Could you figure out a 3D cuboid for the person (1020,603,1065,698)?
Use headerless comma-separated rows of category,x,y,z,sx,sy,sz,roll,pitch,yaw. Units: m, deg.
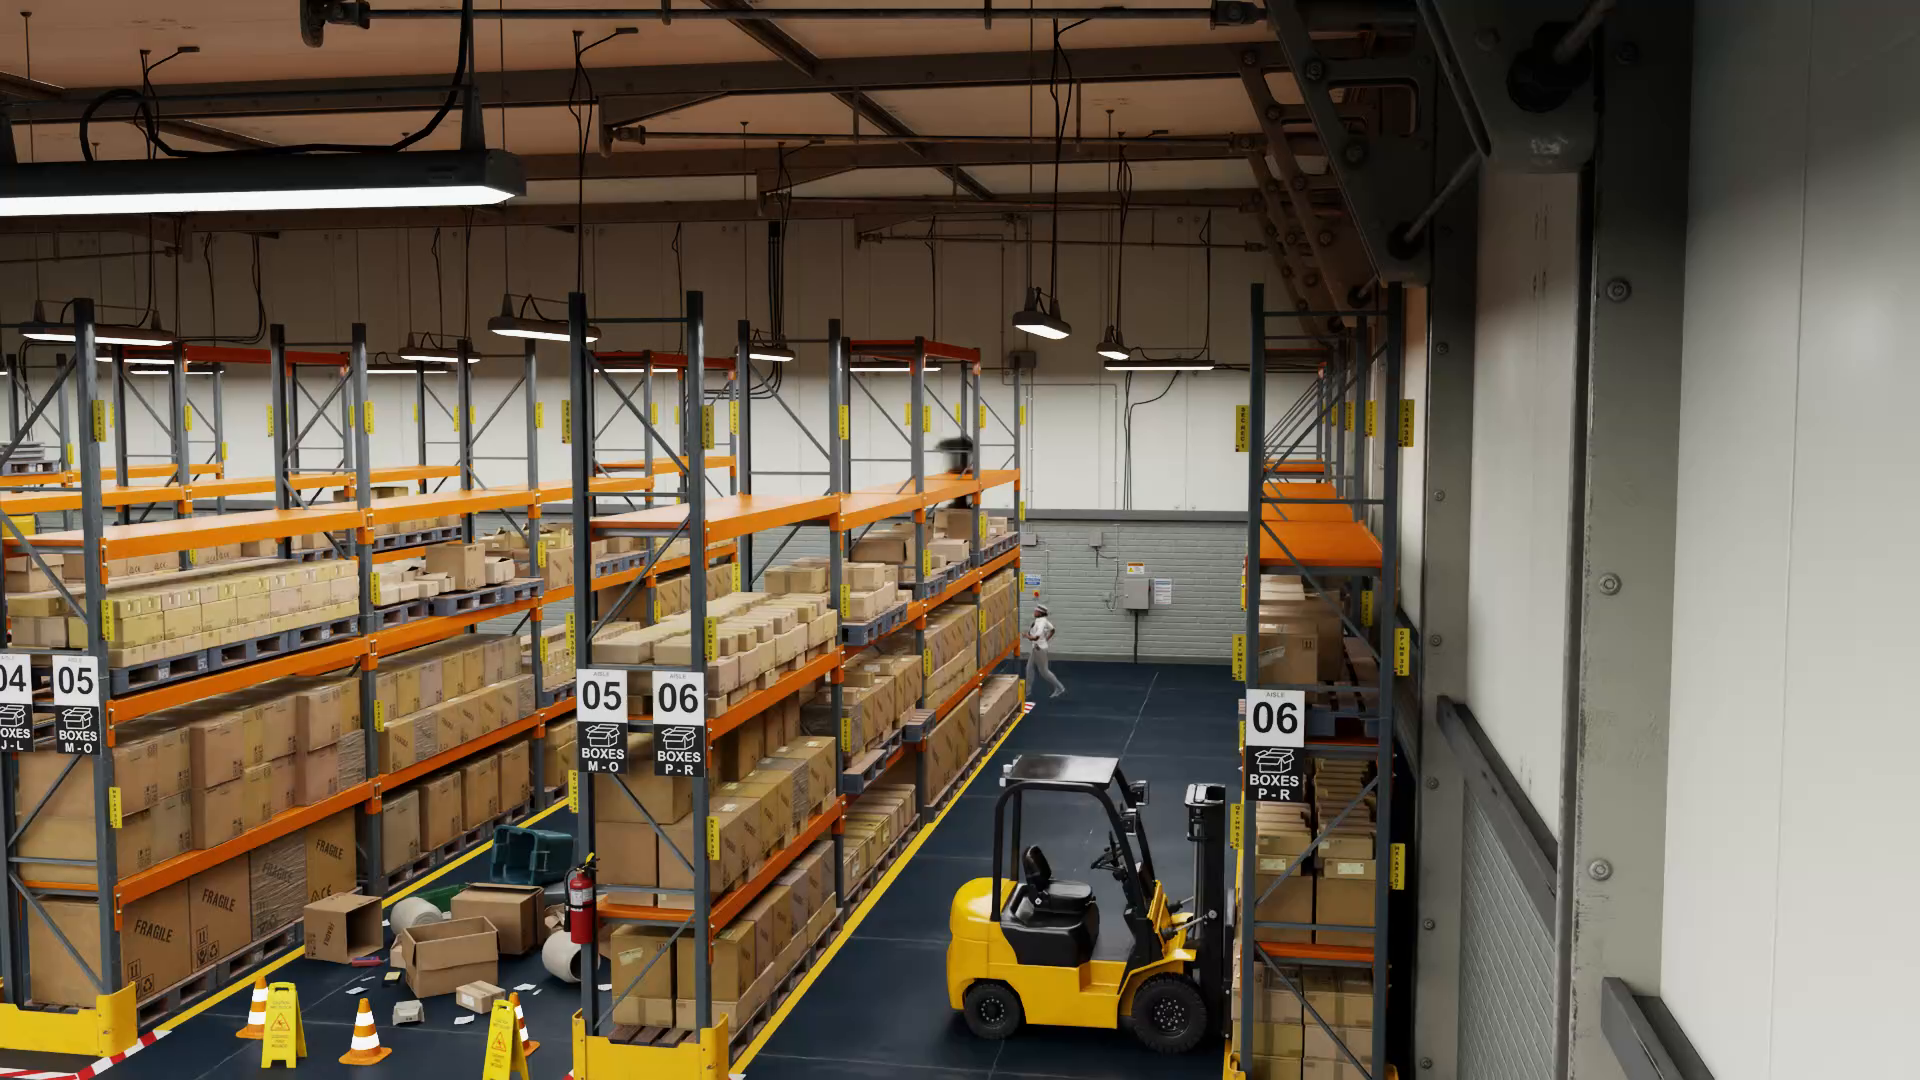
person,1.410,1.956,29.180,0.902,1.709,0.576,1,5,8
